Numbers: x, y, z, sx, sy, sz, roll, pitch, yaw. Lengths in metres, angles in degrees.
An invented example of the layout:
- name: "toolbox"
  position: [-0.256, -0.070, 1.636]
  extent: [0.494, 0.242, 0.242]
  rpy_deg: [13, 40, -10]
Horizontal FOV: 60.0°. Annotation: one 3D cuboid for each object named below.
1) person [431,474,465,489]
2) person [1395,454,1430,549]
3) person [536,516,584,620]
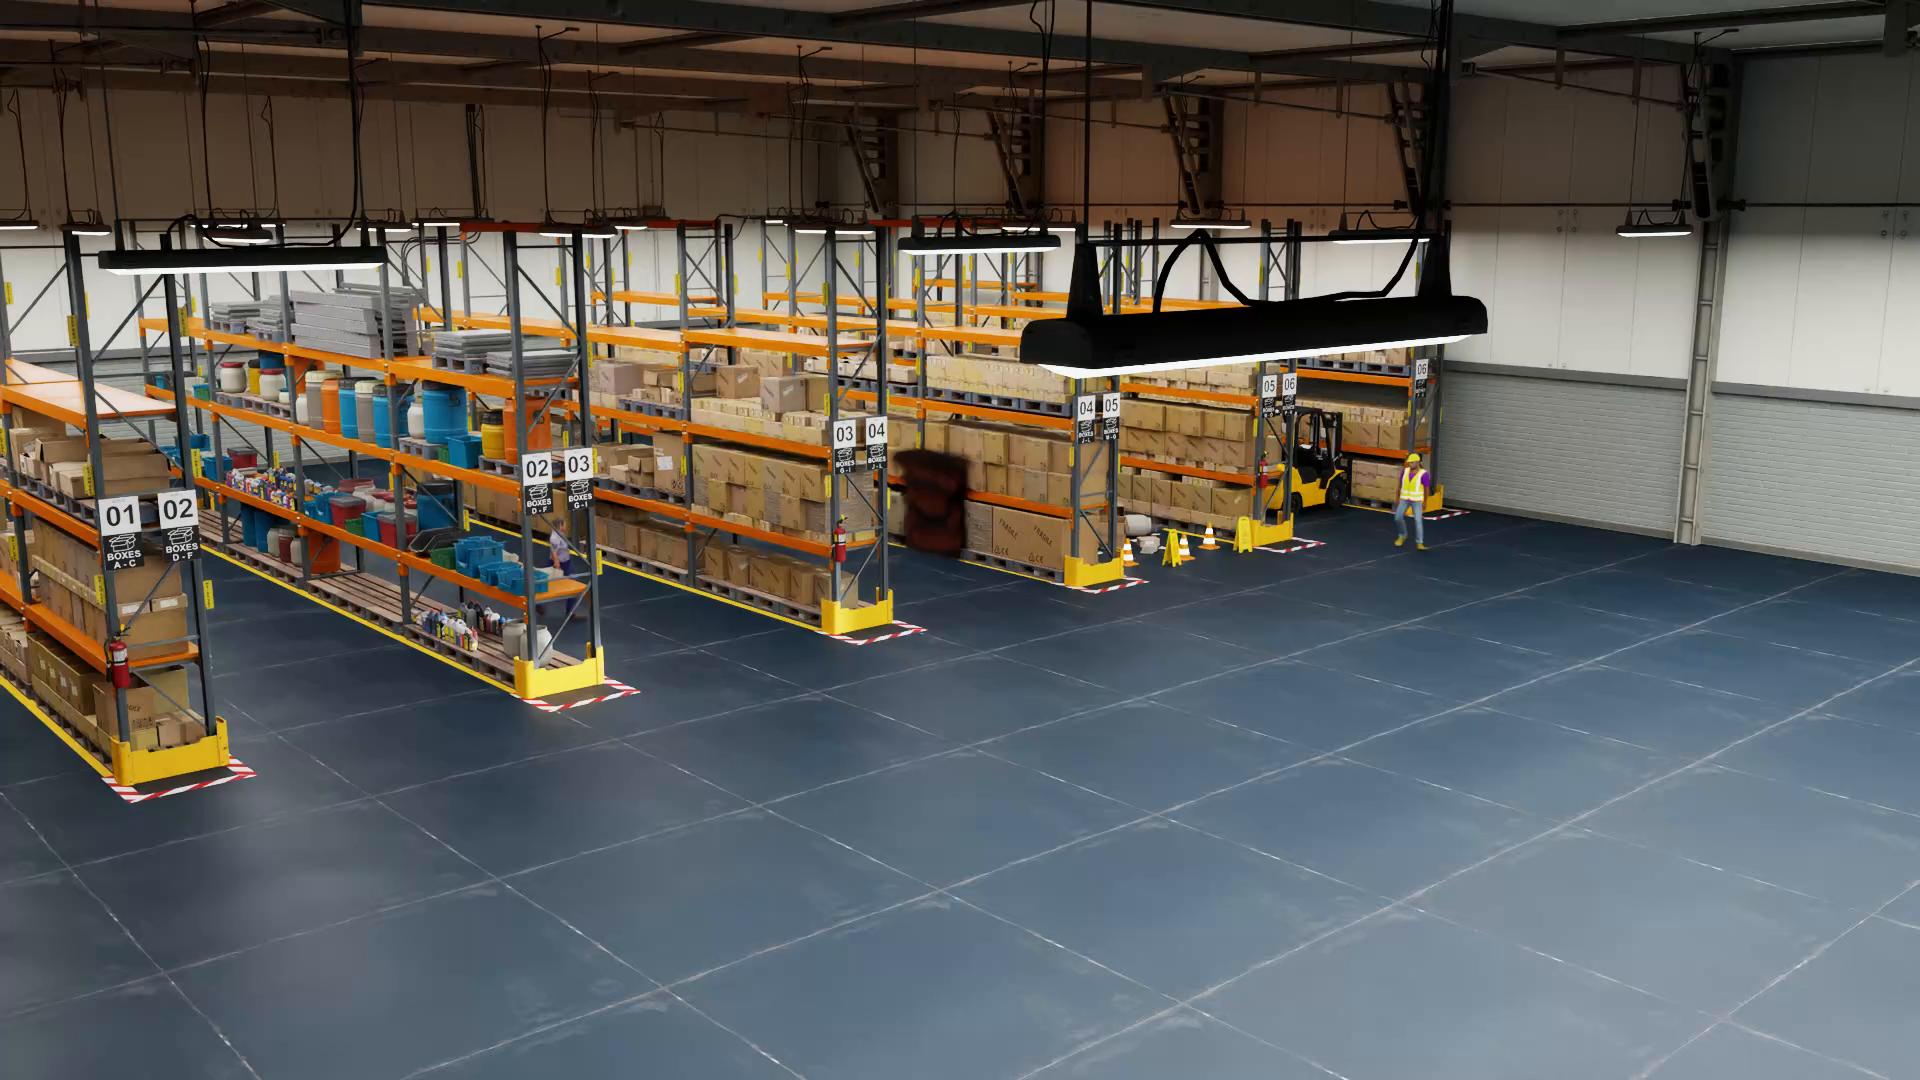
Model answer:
- name: "person"
  position: [-9.703, -0.819, 31.629]
  extent: [0.625, 1.619, 1.028]
  rpy_deg: [-8, 14, -36]
- name: "person"
  position: [8.433, -0.732, 30.940]
  extent: [0.627, 1.773, 0.424]
  rpy_deg: [7, 13, 32]
- name: "person"
  position: [-6.227, 0.432, 25.642]
  extent: [0.846, 1.586, 0.459]
  rpy_deg: [7, 13, 31]
